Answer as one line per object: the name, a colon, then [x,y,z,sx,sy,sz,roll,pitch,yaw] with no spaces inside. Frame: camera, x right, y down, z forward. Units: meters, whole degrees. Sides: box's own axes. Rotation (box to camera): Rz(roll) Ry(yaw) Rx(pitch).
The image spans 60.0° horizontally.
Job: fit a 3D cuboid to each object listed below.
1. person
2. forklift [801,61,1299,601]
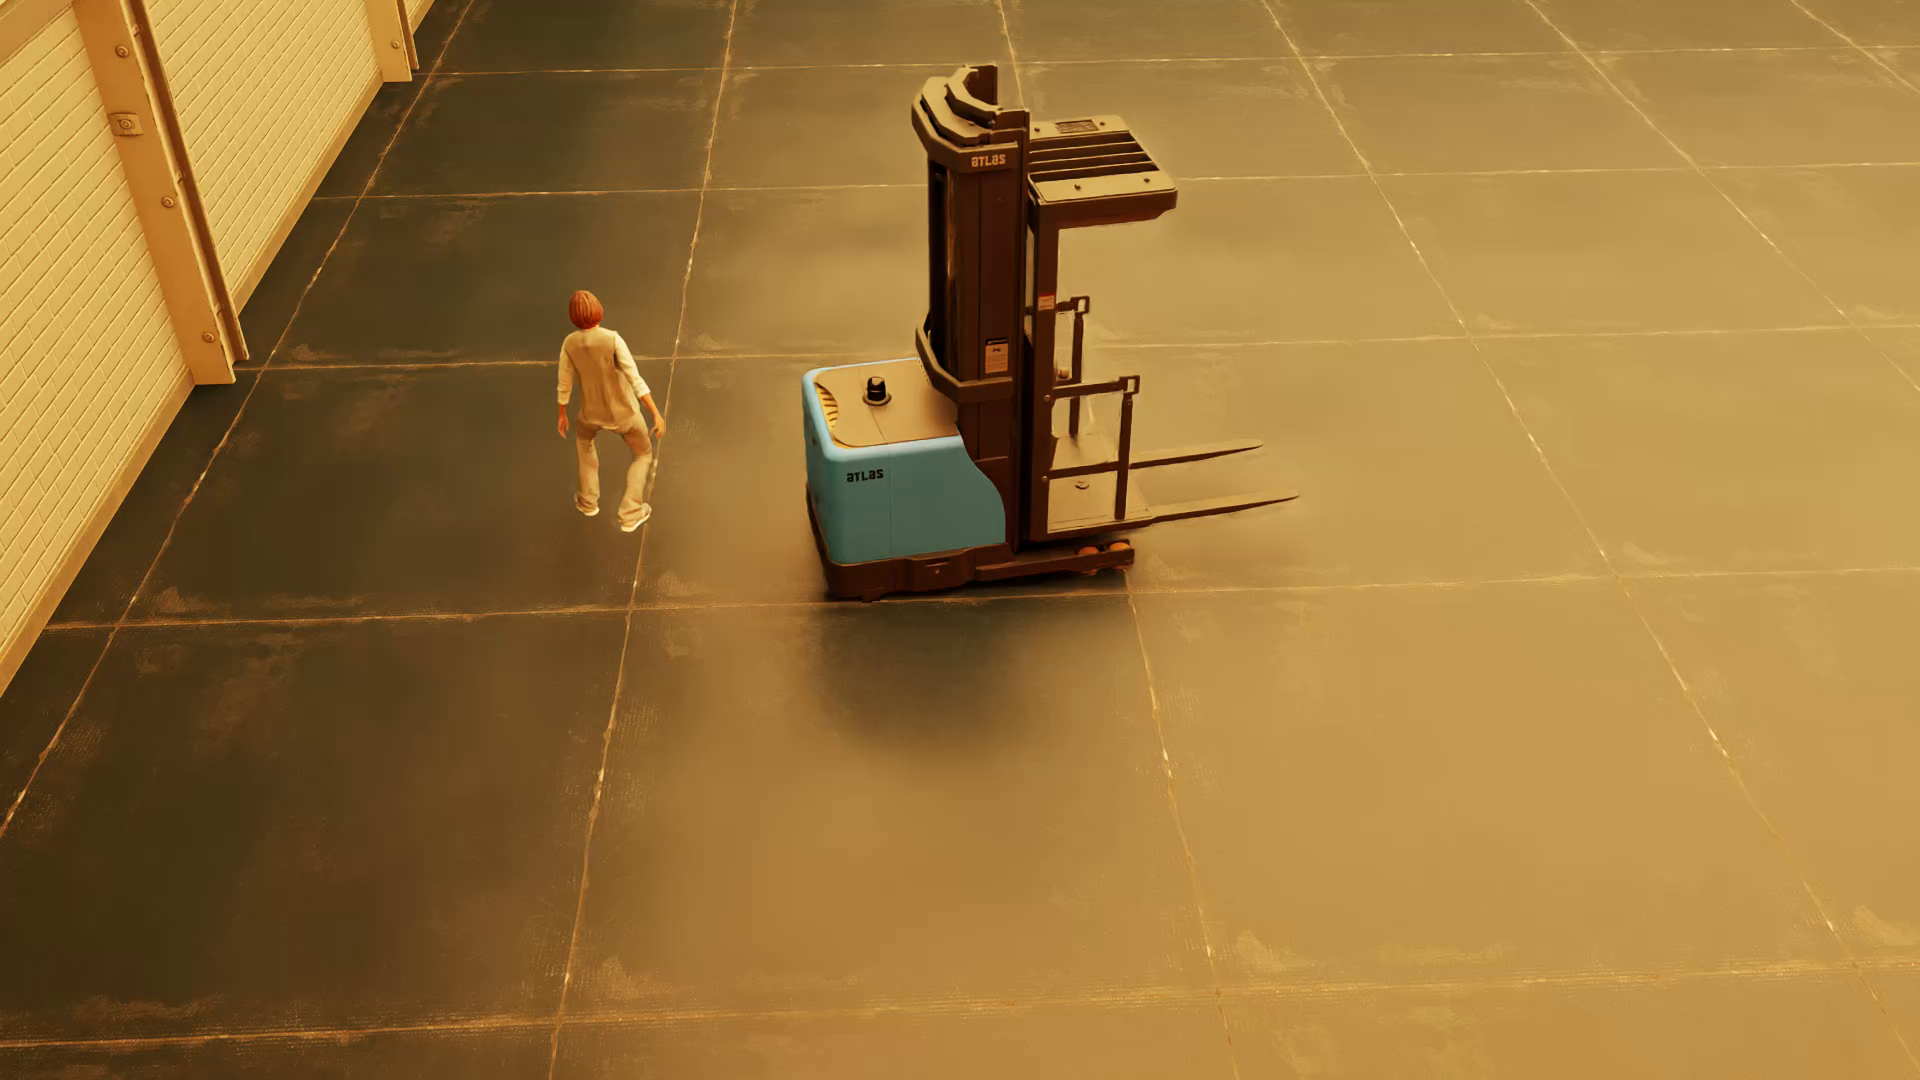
person: [-2.096,-0.754,9.896,0.722,1.503,0.438,8,37,11]
forklift: [0.595,-1.273,9.759,3.031,2.935,1.130,-8,37,-11]
